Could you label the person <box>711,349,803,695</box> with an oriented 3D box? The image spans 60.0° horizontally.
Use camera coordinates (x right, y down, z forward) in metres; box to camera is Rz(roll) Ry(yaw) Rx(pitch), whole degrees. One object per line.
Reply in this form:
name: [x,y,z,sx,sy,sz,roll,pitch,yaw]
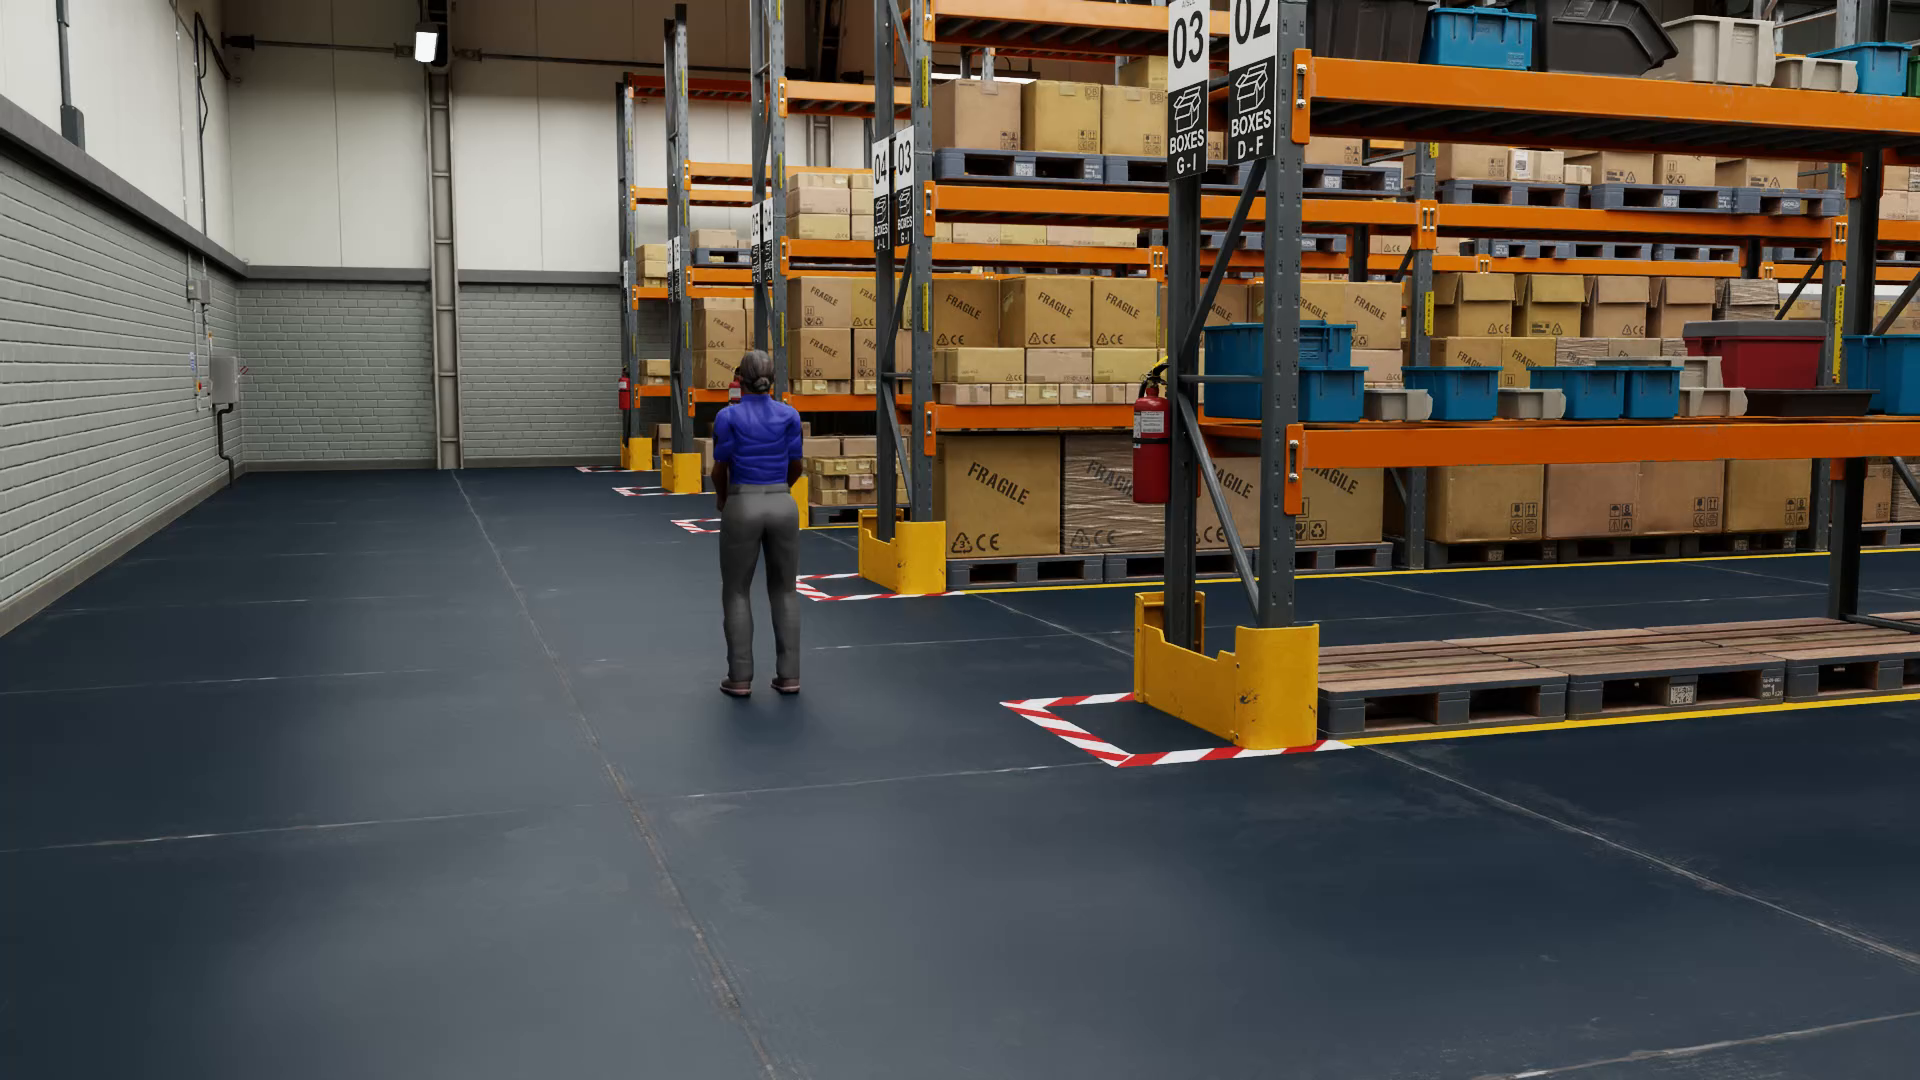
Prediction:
person: [-0.984,-0.091,8.027,0.449,1.645,0.515,-2,6,-19]
